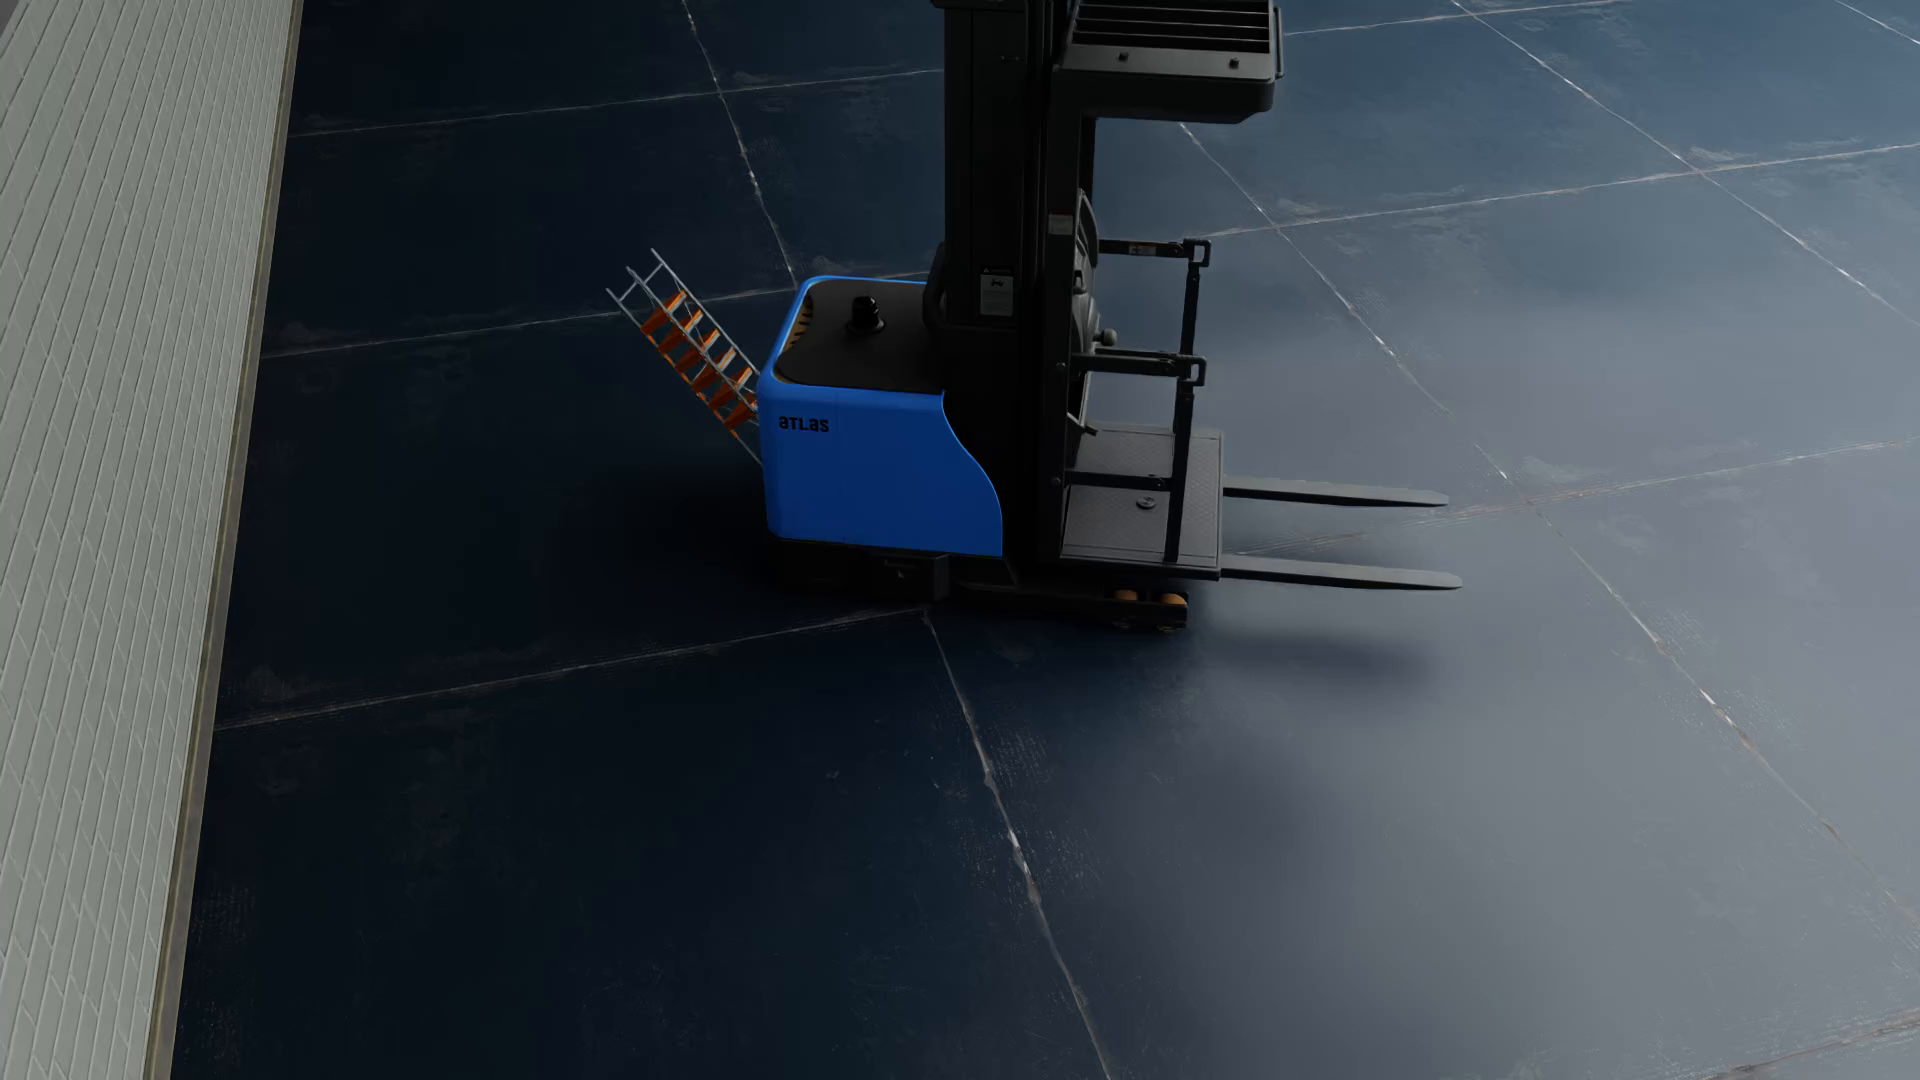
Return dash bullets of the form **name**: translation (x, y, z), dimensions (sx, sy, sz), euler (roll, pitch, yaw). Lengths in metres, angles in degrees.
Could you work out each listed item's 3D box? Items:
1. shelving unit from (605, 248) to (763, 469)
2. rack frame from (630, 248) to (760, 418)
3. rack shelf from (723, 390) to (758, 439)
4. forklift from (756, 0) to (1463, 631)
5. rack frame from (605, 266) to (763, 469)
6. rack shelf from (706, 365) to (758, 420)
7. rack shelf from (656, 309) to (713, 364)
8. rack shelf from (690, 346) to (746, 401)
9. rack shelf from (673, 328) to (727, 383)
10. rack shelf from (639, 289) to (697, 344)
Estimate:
- **shelving unit**: translation (-1.185, -0.837, 7.978), dimensions (0.189, 1.200, 0.258), euler (-27, 24, 34)
- **rack frame**: translation (-1.117, -0.871, 7.928), dimensions (0.006, 1.200, 0.240), euler (-27, 24, 34)
- **rack shelf**: translation (-1.013, -0.632, 8.073), dimensions (0.180, 0.103, 0.258), euler (-27, 24, 34)
- **forklift**: translation (0.699, -1.113, 6.793), dimensions (3.031, 2.935, 1.130), euler (5, 38, 6)
- **rack frame**: translation (-1.254, -0.803, 8.029), dimensions (0.006, 1.200, 0.240), euler (-27, 24, 34)
- **rack shelf**: translation (-1.086, -0.719, 8.033), dimensions (0.180, 0.103, 0.258), euler (-27, 24, 34)
- **rack shelf**: translation (-1.304, -0.978, 7.913), dimensions (0.180, 0.103, 0.258), euler (-27, 24, 34)
- **rack shelf**: translation (-1.158, -0.805, 7.993), dimensions (0.180, 0.103, 0.258), euler (-27, 24, 34)
- **rack shelf**: translation (-1.231, -0.892, 7.953), dimensions (0.180, 0.103, 0.258), euler (-27, 24, 34)
- **rack shelf**: translation (-1.377, -1.065, 7.873), dimensions (0.180, 0.103, 0.258), euler (-27, 24, 34)
